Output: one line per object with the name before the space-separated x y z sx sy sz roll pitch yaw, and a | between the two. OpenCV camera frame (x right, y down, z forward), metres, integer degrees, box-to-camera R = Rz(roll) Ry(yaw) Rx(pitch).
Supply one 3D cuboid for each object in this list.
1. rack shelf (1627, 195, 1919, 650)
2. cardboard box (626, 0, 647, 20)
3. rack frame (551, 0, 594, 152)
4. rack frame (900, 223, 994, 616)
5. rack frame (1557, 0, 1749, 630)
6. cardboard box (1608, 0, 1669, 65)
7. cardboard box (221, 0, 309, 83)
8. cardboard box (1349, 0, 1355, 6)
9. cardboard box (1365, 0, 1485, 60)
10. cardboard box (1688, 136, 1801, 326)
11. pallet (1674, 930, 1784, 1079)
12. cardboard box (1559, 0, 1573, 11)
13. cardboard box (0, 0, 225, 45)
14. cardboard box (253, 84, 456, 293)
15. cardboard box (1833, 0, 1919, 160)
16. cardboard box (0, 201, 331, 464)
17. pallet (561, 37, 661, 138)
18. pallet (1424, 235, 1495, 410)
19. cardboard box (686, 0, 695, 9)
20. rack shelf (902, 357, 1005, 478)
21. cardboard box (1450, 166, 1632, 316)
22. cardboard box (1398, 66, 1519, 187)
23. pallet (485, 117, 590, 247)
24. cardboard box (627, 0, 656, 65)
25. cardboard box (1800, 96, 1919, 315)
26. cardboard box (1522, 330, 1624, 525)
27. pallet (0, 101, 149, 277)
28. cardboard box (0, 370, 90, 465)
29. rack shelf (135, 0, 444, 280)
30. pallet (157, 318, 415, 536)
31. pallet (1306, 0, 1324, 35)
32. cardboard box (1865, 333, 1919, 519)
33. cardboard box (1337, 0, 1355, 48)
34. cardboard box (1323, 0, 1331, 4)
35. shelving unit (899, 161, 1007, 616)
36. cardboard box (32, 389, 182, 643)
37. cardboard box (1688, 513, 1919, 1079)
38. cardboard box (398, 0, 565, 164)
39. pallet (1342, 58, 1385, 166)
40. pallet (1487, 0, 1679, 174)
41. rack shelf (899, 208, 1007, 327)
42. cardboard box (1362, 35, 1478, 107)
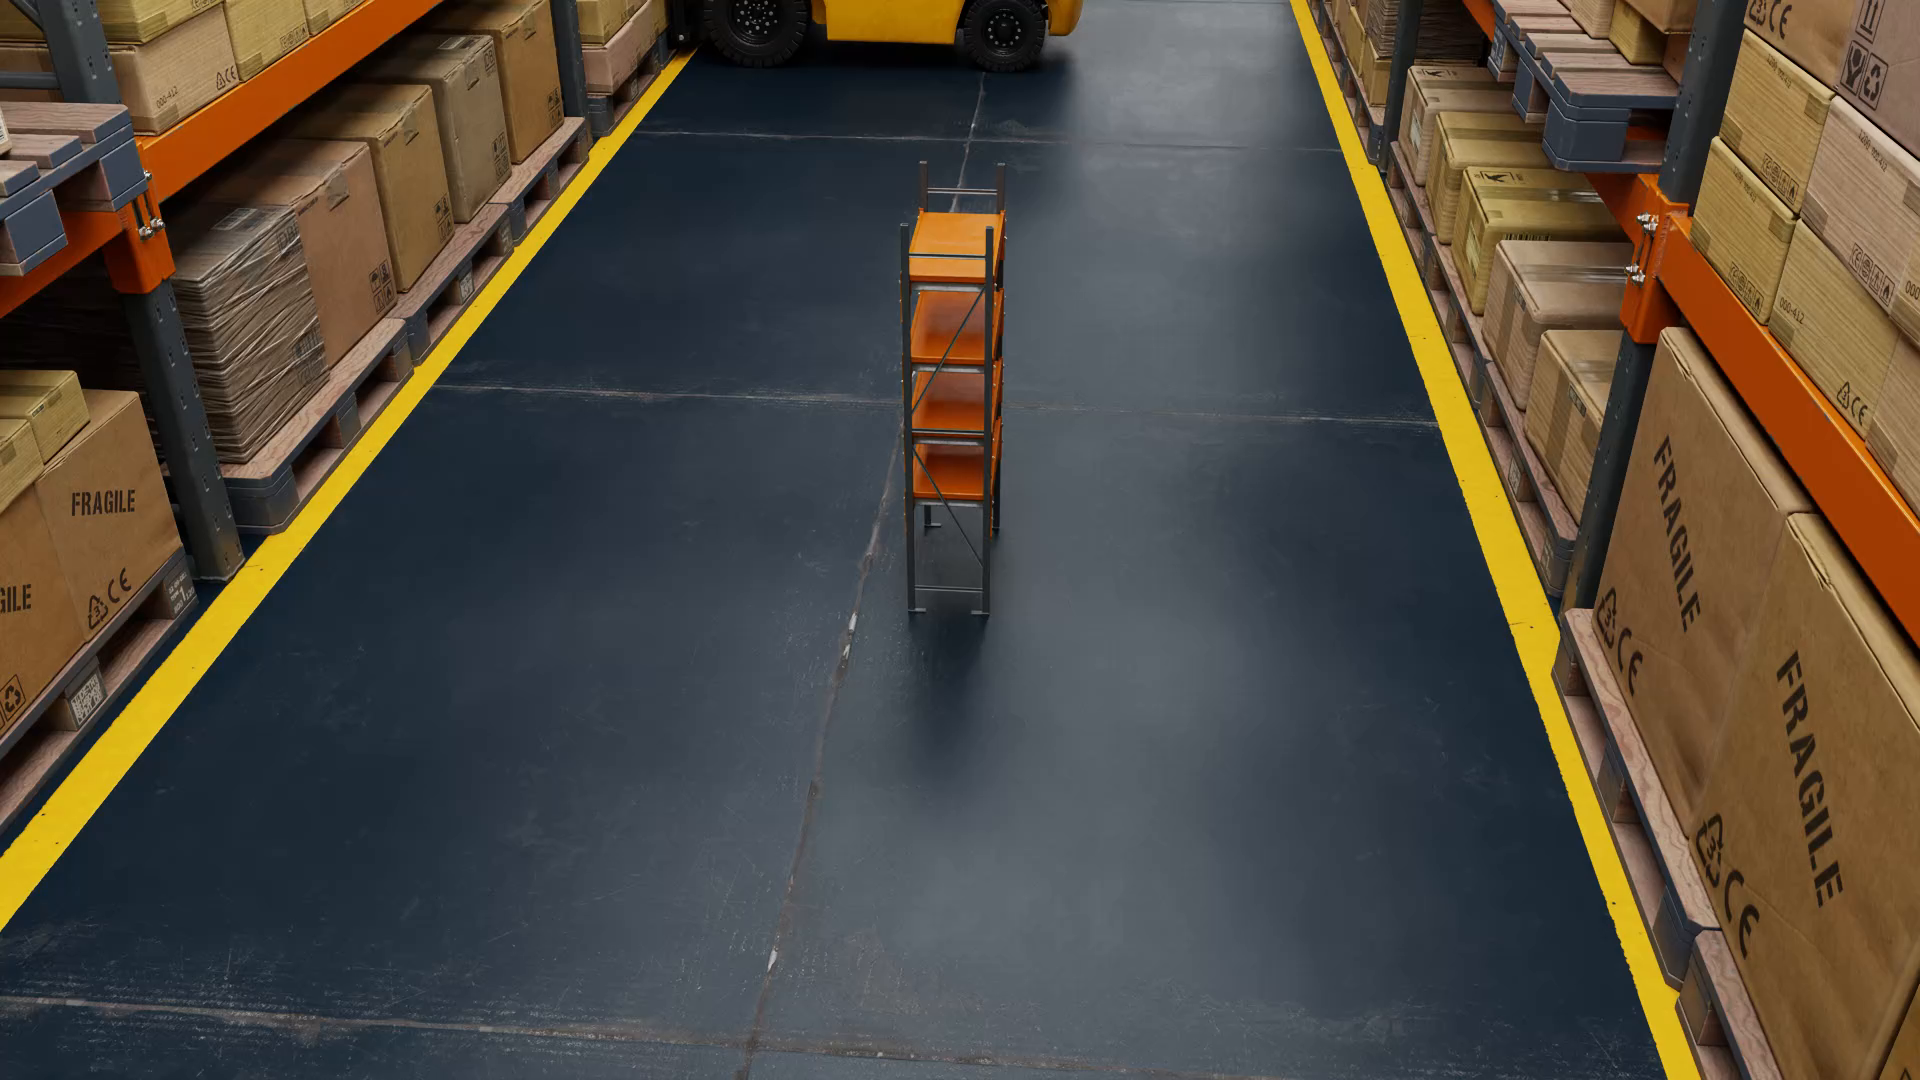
rack shelf | 2.077 0.365 2.484 1.077 0.370 4.000 2 32 4
cardboard box | -1.996 -3.013 9.024 0.500 0.250 0.500 2 32 4
rack frame | -2.382 -3.288 7.727 1.000 3.000 0.127 2 32 4
rack frame | -0.033 -0.297 4.588 0.240 1.200 0.015 2 32 4
rack frame | 2.240 -0.987 3.992 1.000 3.000 0.127 2 32 4
cardboard box | 1.981 -1.383 4.475 0.380 0.149 0.250 3 32 5
cardboard box | -2.382 -1.617 5.158 0.500 0.250 0.500 2 32 3
cardboard box | 2.426 -3.260 9.186 0.500 0.500 0.500 4 32 7
cardboard box | 2.346 -2.727 8.321 0.500 0.500 0.500 2 32 3
cardboard box | 1.949 -0.678 3.634 0.500 0.250 0.500 2 32 3
pallet | 1.998 1.246 3.028 1.003 0.211 1.213 2 32 4
cardboard box | 1.986 -1.648 4.905 0.380 0.149 0.250 1 32 2
cardboard box | -2.403 -1.566 4.599 0.500 0.250 0.500 2 32 4
cardboard box | -2.544 -1.384 6.500 0.875 0.625 0.625 1 32 2
cardboard box | 1.925 -0.948 2.880 0.500 0.500 0.500 3 32 4
cardboard box | -2.644 -0.690 5.374 0.875 0.625 0.625 3 32 6
pallet | -2.276 -2.515 9.130 1.003 0.211 1.213 2 32 4
pallet | 2.407 -0.844 6.419 1.003 0.211 1.213 2 32 4
cardboard box | -1.900 -3.336 10.024 0.500 0.250 0.500 3 32 6
rack shelf | -0.013 -0.367 4.830 0.258 0.148 0.480 2 32 4
cardboard box | 2.415 -1.124 6.320 0.950 0.372 0.625 3 32 6
cardboard box | 2.525 -1.864 7.520 0.950 0.372 0.625 3 32 5
pallet | -2.403 -1.714 7.831 1.003 0.211 1.213 2 32 4
cardboard box | -1.987 -2.802 9.158 0.500 0.250 0.500 2 32 3
cardboard box | 1.909 -0.611 3.049 0.500 0.250 0.500 3 32 5
cardboard box | 2.296 -0.342 5.050 0.950 0.372 0.625 0 32 1
pallet | -2.693 -0.758 3.803 1.213 0.211 1.003 2 32 4
cardboard box | -2.496 -0.319 4.272 0.380 0.149 0.250 1 32 2
rack shelf | -2.545 -1.936 6.219 1.077 0.370 4.000 2 32 4
pallet | -2.602 -0.439 5.760 1.003 0.211 1.213 2 32 4
pallet | 2.783 -3.520 10.760 1.003 0.211 1.213 2 32 4
cardboard box | 1.876 -0.134 2.752 0.500 0.250 0.500 3 32 6
cardboard box | 2.425 -2.952 9.401 0.500 0.250 0.500 3 32 5
cardboard box | 2.501 -3.502 10.293 0.500 0.250 0.500 4 32 6
shelving unit | -0.013 -0.424 4.795 0.258 1.200 0.503 2 32 4
cardboard box | -2.528 -0.081 4.505 0.500 0.500 0.500 3 32 5
cardboard box | 2.024 0.563 3.103 0.875 0.875 0.875 3 32 5
cardboard box | -2.414 -2.183 7.796 0.875 0.625 0.625 4 32 6
pallet | 2.585 -2.244 8.690 1.003 0.211 1.213 2 32 4
pallet | 2.191 -1.282 4.655 1.213 0.211 1.003 2 32 4
rack shelf | -0.013 -0.759 4.589 0.258 0.148 0.480 2 32 4
cardboard box | 2.345 -2.407 8.518 0.500 0.250 0.500 4 32 6
